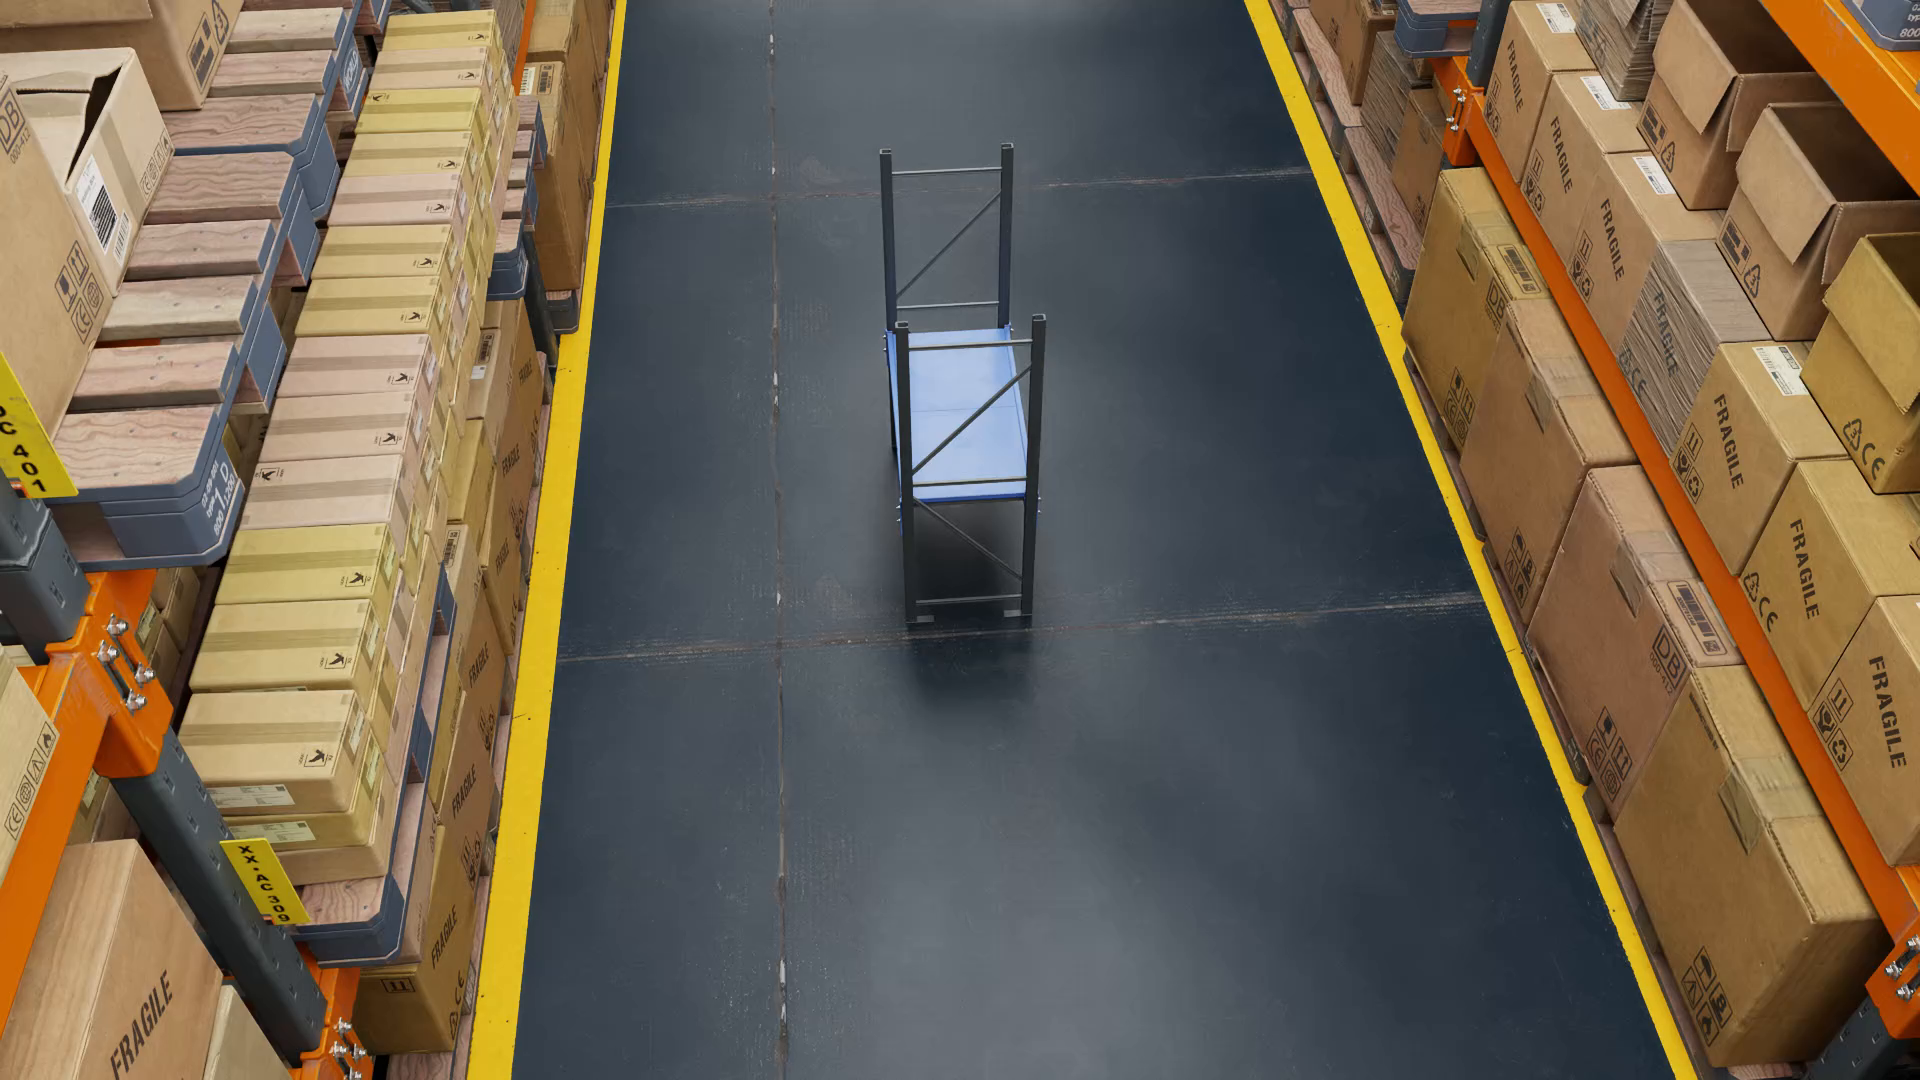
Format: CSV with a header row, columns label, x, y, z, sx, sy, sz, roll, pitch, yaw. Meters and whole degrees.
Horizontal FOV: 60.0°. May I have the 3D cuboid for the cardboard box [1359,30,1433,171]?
label,x,y,z,sx,sy,sz,roll,pitch,yaw
cardboard box,2.464,-2.233,8.354,0.700,0.500,0.500,-7,47,-7

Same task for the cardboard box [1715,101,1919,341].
label,x,y,z,sx,sy,sz,roll,pitch,yaw
cardboard box,2.759,-0.950,4.960,0.797,0.503,0.637,-2,47,-2

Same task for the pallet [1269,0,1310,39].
label,x,y,z,sx,sy,sz,roll,pitch,yaw
pallet,2.331,-3.429,9.988,1.003,0.211,1.213,-3,47,-3

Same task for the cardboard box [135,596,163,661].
label,x,y,z,sx,sy,sz,roll,pitch,yaw
cardboard box,-2.288,0.259,4.254,0.380,0.149,0.250,-2,47,-2

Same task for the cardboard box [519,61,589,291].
label,x,y,z,sx,sy,sz,roll,pitch,yaw
cardboard box,-2.313,-1.645,7.639,1.050,0.750,0.750,-4,47,-4

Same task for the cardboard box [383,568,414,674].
label,x,y,z,sx,sy,sz,roll,pitch,yaw
cardboard box,-1.637,0.218,4.293,0.380,0.149,0.250,-2,47,-2

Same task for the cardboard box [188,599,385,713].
label,x,y,z,sx,sy,sz,roll,pitch,yaw
cardboard box,-1.621,0.289,4.021,0.380,0.149,0.250,-2,47,-2

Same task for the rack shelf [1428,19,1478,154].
label,x,y,z,sx,sy,sz,roll,pitch,yaw
rack shelf,2.432,-3.257,8.400,1.077,0.370,4.000,-3,47,-3

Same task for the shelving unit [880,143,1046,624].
label,x,y,z,sx,sy,sz,roll,pitch,yaw
shelving unit,-0.007,-0.577,6.400,0.538,1.500,1.048,-3,47,-3

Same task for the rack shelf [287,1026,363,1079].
label,x,y,z,sx,sy,sz,roll,pitch,yaw
rack shelf,-1.849,2.760,2.702,1.077,0.370,4.000,-3,47,-3

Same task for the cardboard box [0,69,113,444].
label,x,y,z,sx,sy,sz,roll,pitch,yaw
cardboard box,-1.939,-0.426,2.800,0.700,0.500,0.500,-3,47,-3

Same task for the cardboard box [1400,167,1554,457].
label,x,y,z,sx,sy,sz,roll,pitch,yaw
cardboard box,2.637,-0.970,6.913,1.225,0.875,0.875,-5,47,-5

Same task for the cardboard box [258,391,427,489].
label,x,y,z,sx,sy,sz,roll,pitch,yaw
cardboard box,-1.680,-0.263,4.544,0.380,0.149,0.250,-4,47,-4

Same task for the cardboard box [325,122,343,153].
label,x,y,z,sx,sy,sz,roll,pitch,yaw
cardboard box,-2.515,-1.551,6.173,0.380,0.149,0.250,-4,47,-4

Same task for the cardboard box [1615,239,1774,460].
label,x,y,z,sx,sy,sz,roll,pitch,yaw
cardboard box,2.501,-0.618,5.337,0.500,0.500,0.500,-3,47,-3

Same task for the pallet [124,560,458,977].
label,x,y,z,sx,sy,sz,roll,pitch,yaw
pallet,-1.936,0.570,4.413,1.003,0.211,1.213,-3,47,-3

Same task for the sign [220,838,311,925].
label,x,y,z,sx,sy,sz,roll,pitch,yaw
sign,-1.476,0.729,3.534,0.100,0.325,0.005,-3,47,-3

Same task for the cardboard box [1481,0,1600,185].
label,x,y,z,sx,sy,sz,roll,pitch,yaw
cardboard box,2.369,-1.723,6.384,0.500,0.500,0.500,-2,47,-2

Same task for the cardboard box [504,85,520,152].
label,x,y,z,sx,sy,sz,roll,pitch,yaw
cardboard box,-1.852,-1.558,6.179,0.380,0.149,0.250,-3,47,-3

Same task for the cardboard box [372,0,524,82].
label,x,y,z,sx,sy,sz,roll,pitch,yaw
cardboard box,-2.120,-2.204,6.839,0.500,0.500,0.500,-3,47,-3

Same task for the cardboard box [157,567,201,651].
label,x,y,z,sx,sy,sz,roll,pitch,yaw
cardboard box,-2.309,0.182,4.532,0.380,0.149,0.250,-6,47,-5

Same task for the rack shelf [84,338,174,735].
label,x,y,z,sx,sy,sz,roll,pitch,yaw
rack shelf,-2.184,-1.166,4.354,1.077,0.370,4.000,-3,47,-3

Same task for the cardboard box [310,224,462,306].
label,x,y,z,sx,sy,sz,roll,pitch,yaw
cardboard box,-1.747,-0.829,5.079,0.380,0.149,0.250,-1,47,-1

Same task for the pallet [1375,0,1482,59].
label,x,y,z,sx,sy,sz,roll,pitch,yaw
pallet,2.434,-2.500,7.320,1.213,0.211,1.003,-3,47,-3

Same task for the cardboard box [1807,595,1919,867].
label,x,y,z,sx,sy,sz,roll,pitch,yaw
cardboard box,2.623,0.481,4.296,0.500,0.500,0.500,-3,47,-3

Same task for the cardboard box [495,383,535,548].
label,x,y,z,sx,sy,sz,roll,pitch,yaw
cardboard box,-1.996,-0.277,6.516,0.500,0.500,0.500,-2,47,-2

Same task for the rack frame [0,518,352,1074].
label,x,y,z,sx,sy,sz,roll,pitch,yaw
rack frame,-2.016,1.066,3.811,1.000,3.000,0.127,-3,47,-3

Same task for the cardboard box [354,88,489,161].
label,x,y,z,sx,sy,sz,roll,pitch,yaw
cardboard box,-1.813,-1.393,5.614,0.380,0.149,0.250,-2,47,-2

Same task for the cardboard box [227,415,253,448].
label,x,y,z,sx,sy,sz,roll,pitch,yaw
cardboard box,-2.382,-0.403,5.086,0.380,0.149,0.250,-5,47,-5

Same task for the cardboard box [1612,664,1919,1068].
label,x,y,z,sx,sy,sz,roll,pitch,yaw
cardboard box,2.861,0.962,5.084,1.225,0.875,0.875,-3,47,-3

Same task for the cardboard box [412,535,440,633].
label,x,y,z,sx,sy,sz,roll,pitch,yaw
cardboard box,-1.657,0.131,4.580,0.380,0.149,0.250,-3,47,-3

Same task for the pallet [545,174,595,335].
label,x,y,z,sx,sy,sz,roll,pitch,yaw
pallet,-2.342,-1.445,8.109,1.003,0.211,1.213,-3,47,-3

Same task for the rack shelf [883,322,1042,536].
label,x,y,z,sx,sy,sz,roll,pitch,yaw
rack shelf,-0.007,-0.454,6.531,0.538,0.185,1.000,-3,47,-3

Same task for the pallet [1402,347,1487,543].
label,x,y,z,sx,sy,sz,roll,pitch,yaw
pallet,2.591,-0.523,7.236,1.003,0.211,1.213,-3,47,-3

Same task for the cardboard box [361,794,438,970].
label,x,y,z,sx,sy,sz,roll,pitch,yaw
cardboard box,-1.815,0.972,4.816,0.500,0.250,0.500,-5,47,-5

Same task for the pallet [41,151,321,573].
label,x,y,z,sx,sy,sz,roll,pitch,yaw
pallet,-1.962,-0.354,3.220,1.213,0.211,1.003,-3,47,-3

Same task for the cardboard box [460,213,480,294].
label,x,y,z,sx,sy,sz,roll,pitch,yaw
cardboard box,-1.769,-0.915,5.366,0.380,0.149,0.250,-4,47,-4

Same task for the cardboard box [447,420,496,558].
label,x,y,z,sx,sy,sz,roll,pitch,yaw
cardboard box,-1.953,-0.159,5.887,0.500,0.250,0.500,-2,47,-2

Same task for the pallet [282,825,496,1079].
label,x,y,z,sx,sy,sz,roll,pitch,yaw
pallet,-2.083,1.461,5.357,1.003,0.211,1.213,-3,47,-3

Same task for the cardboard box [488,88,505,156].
label,x,y,z,sx,sy,sz,roll,pitch,yaw
cardboard box,-1.832,-1.466,5.888,0.380,0.149,0.250,-2,47,-2

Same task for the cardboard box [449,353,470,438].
label,x,y,z,sx,sy,sz,roll,pitch,yaw
cardboard box,-1.724,-0.432,5.114,0.380,0.149,0.250,-5,47,-5

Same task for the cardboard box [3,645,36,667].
label,x,y,z,sx,sy,sz,roll,pitch,yaw
cardboard box,-2.268,0.330,3.982,0.380,0.149,0.250,-5,47,-4

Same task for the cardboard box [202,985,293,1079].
label,x,y,z,sx,sy,sz,roll,pitch,yaw
cardboard box,-1.694,1.262,3.352,0.500,0.500,0.500,-3,47,-3

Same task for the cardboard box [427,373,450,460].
label,x,y,z,sx,sy,sz,roll,pitch,yaw
cardboard box,-1.706,-0.357,4.837,0.380,0.149,0.250,-4,47,-4

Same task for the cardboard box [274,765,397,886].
label,x,y,z,sx,sy,sz,roll,pitch,yaw
cardboard box,-1.591,0.695,4.047,0.380,0.149,0.250,-6,47,-5

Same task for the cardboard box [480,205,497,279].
label,x,y,z,sx,sy,sz,roll,pitch,yaw
cardboard box,-1.794,-1.011,5.662,0.380,0.149,0.250,-4,47,-4

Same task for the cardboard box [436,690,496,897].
label,x,y,z,sx,sy,sz,roll,pitch,yaw
cardboard box,-1.860,0.847,5.451,0.500,0.500,0.500,-2,47,-1
